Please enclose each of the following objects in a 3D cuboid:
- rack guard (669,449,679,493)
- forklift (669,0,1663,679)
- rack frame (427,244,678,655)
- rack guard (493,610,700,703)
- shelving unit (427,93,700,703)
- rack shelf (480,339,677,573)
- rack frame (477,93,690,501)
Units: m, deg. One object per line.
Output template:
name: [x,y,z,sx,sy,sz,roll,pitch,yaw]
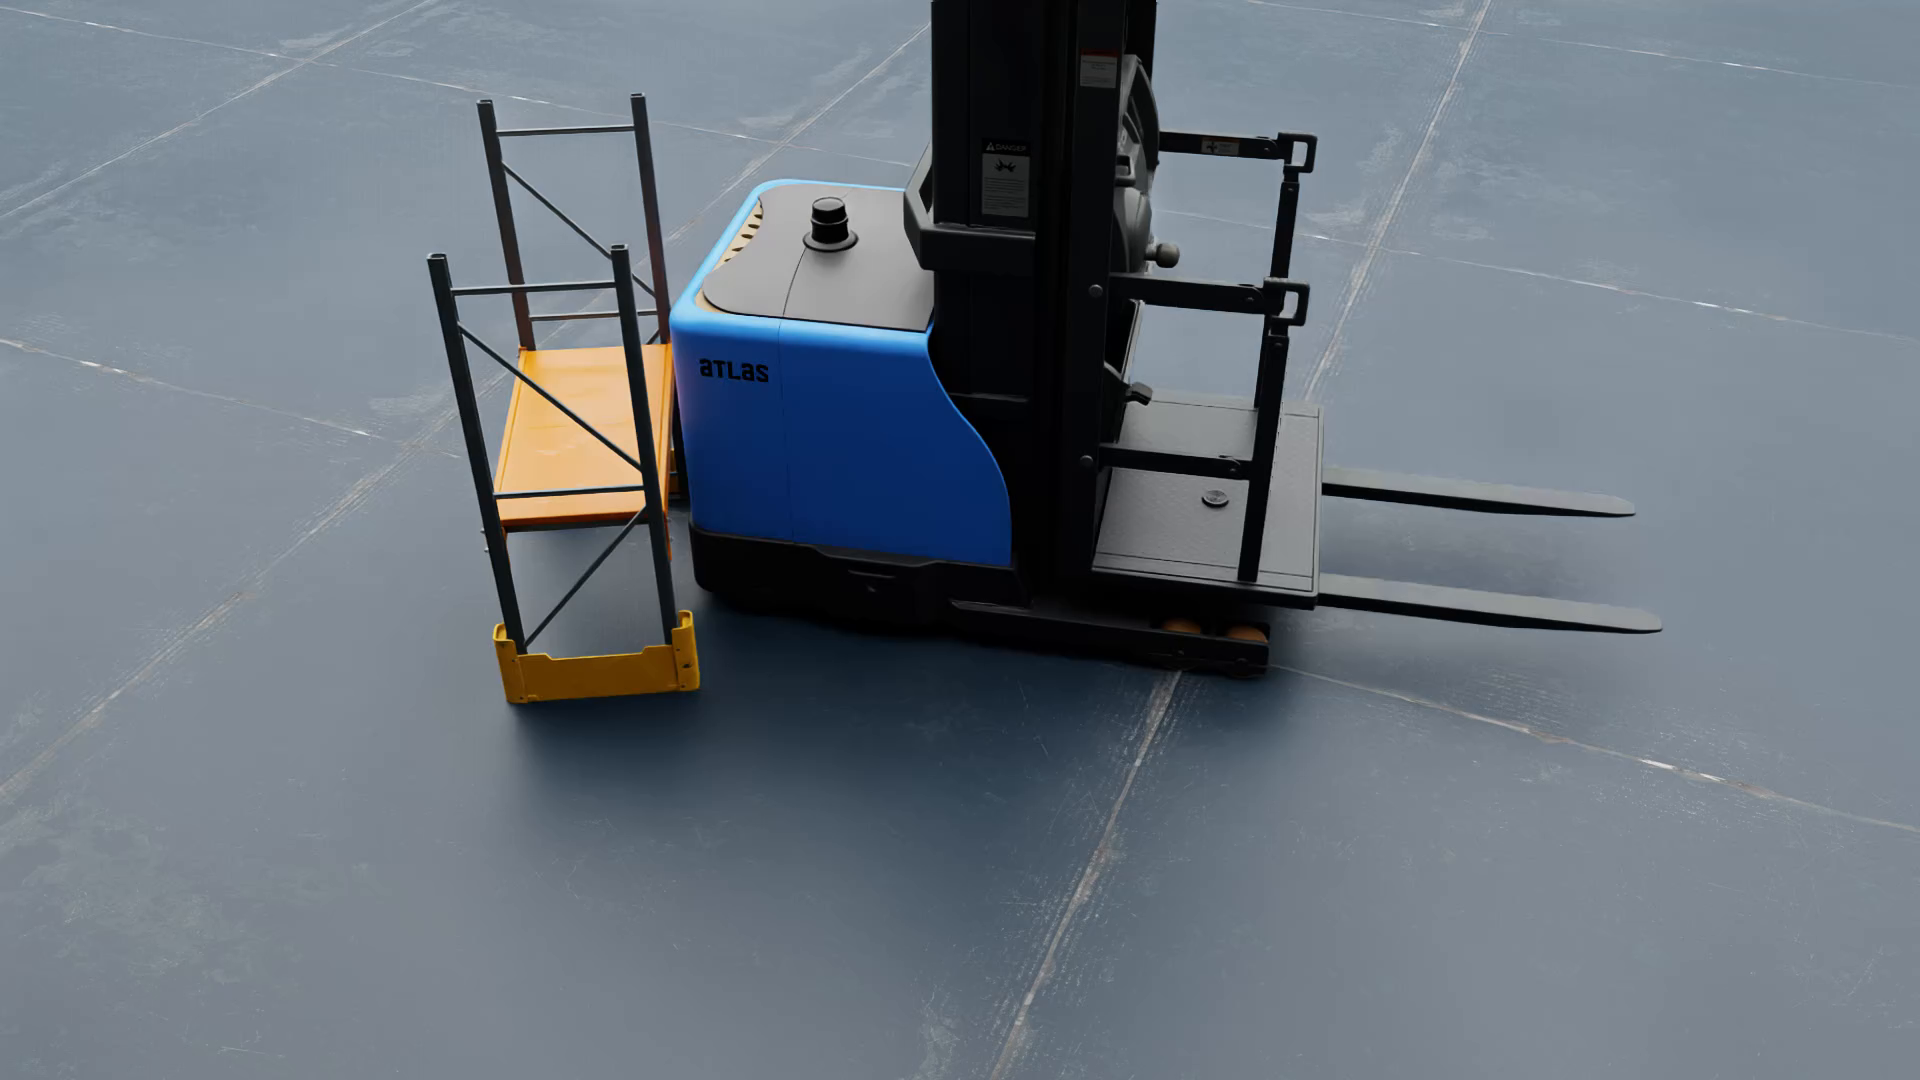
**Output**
rack guard: [-1.207,-0.237,5.858,0.587,0.250,0.087,-4,37,-5]
forklift: [0.696,-1.091,4.761,3.031,2.935,1.130,7,37,9]
rack frame: [-1.098,-0.133,4.675,0.500,1.500,0.032,-4,37,-5]
rack guard: [-1.100,0.356,5.065,0.587,0.250,0.087,-4,37,-5]
shelving unit: [-1.154,-0.441,5.087,0.587,1.500,1.083,-4,37,-5]
rack shelf: [-1.153,-0.292,5.188,0.538,0.185,1.000,-4,37,-5]
rack frame: [-1.207,-0.738,5.485,0.500,1.500,0.032,-4,37,-5]
